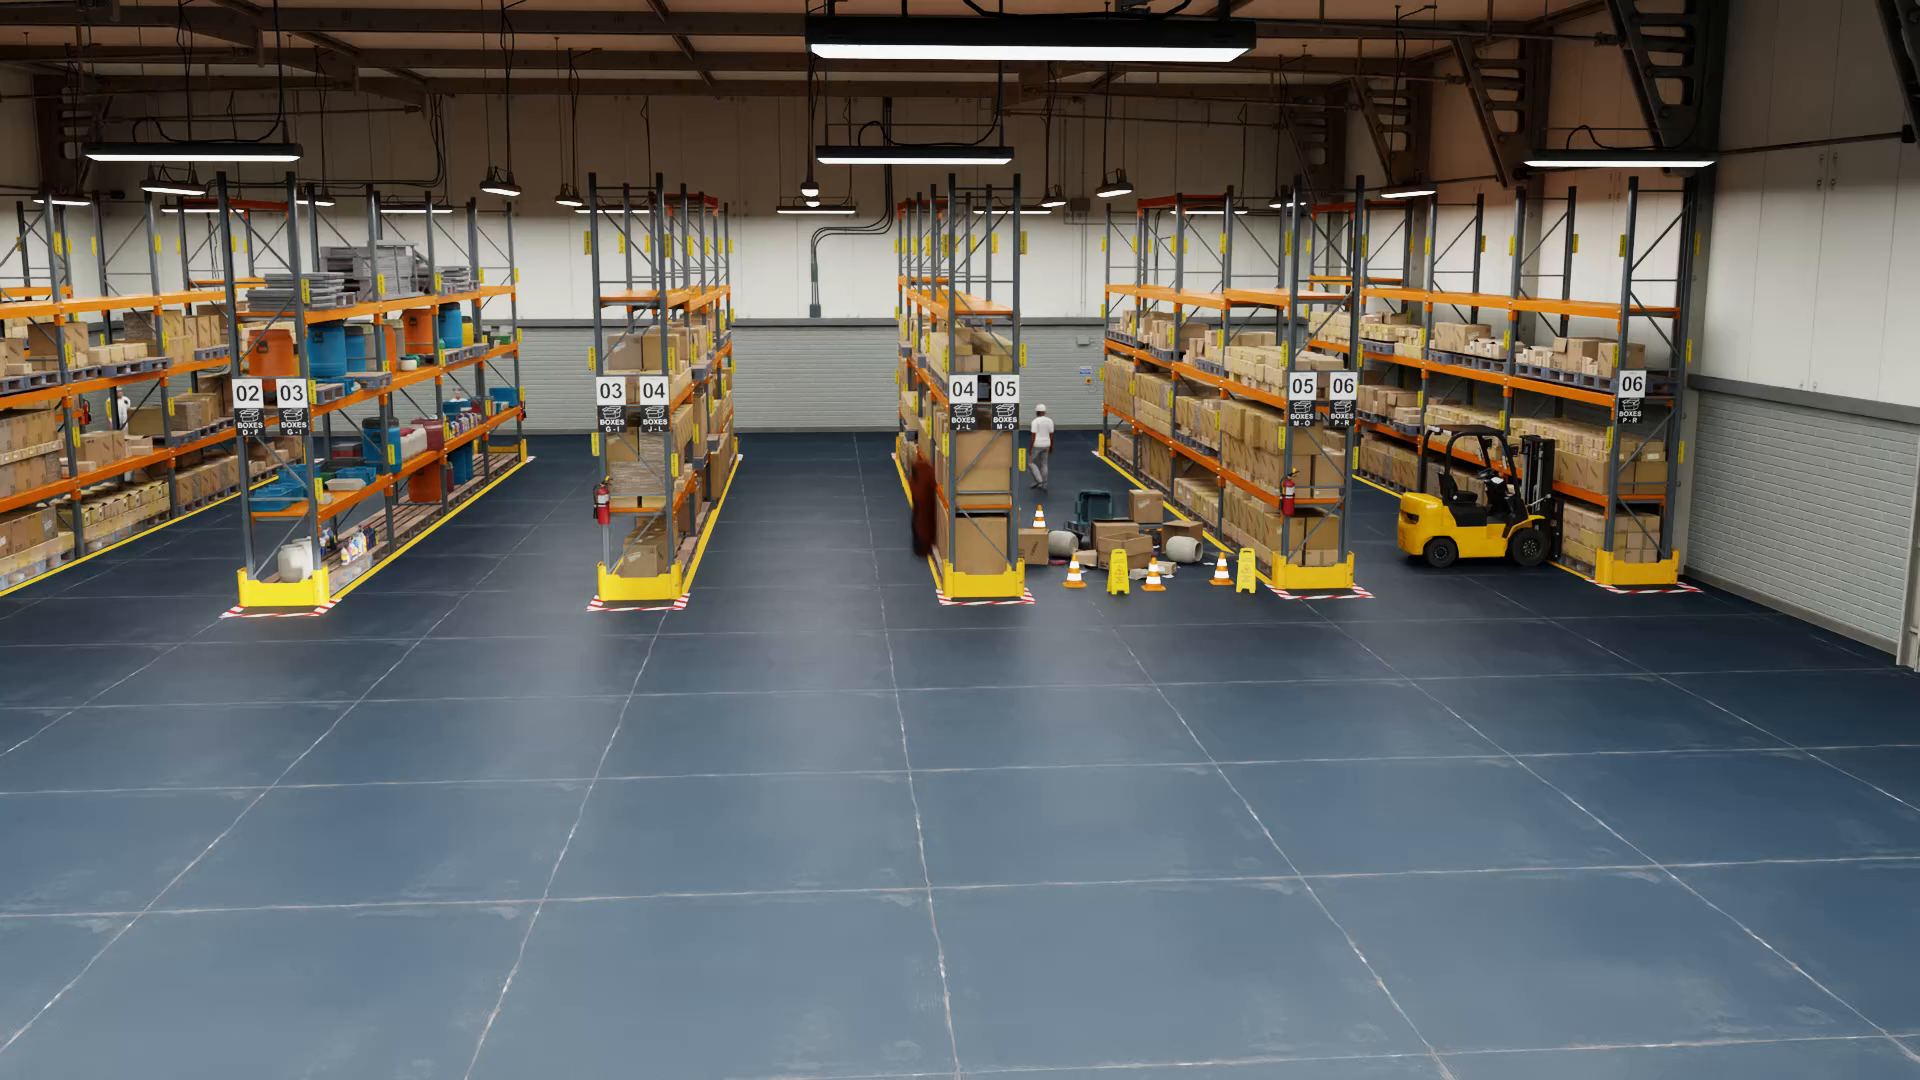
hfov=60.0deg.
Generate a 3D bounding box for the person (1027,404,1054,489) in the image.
[{"bbox_3d":[1.696,-1.941,34.607,0.611,1.766,0.461,-6,12,-32],"label":"person"}]

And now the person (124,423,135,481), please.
[{"bbox_3d":[-16.921,-1.845,34.143,0.592,1.747,0.684,-1,10,-3],"label":"person"}]

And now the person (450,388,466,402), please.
[{"bbox_3d":[-12.153,-2.868,40.172,0.467,1.606,1.024,2,10,14],"label":"person"}]

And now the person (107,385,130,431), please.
[{"bbox_3d":[-19.924,-2.805,39.425,0.626,1.748,0.535,9,14,43],"label":"person"}]
